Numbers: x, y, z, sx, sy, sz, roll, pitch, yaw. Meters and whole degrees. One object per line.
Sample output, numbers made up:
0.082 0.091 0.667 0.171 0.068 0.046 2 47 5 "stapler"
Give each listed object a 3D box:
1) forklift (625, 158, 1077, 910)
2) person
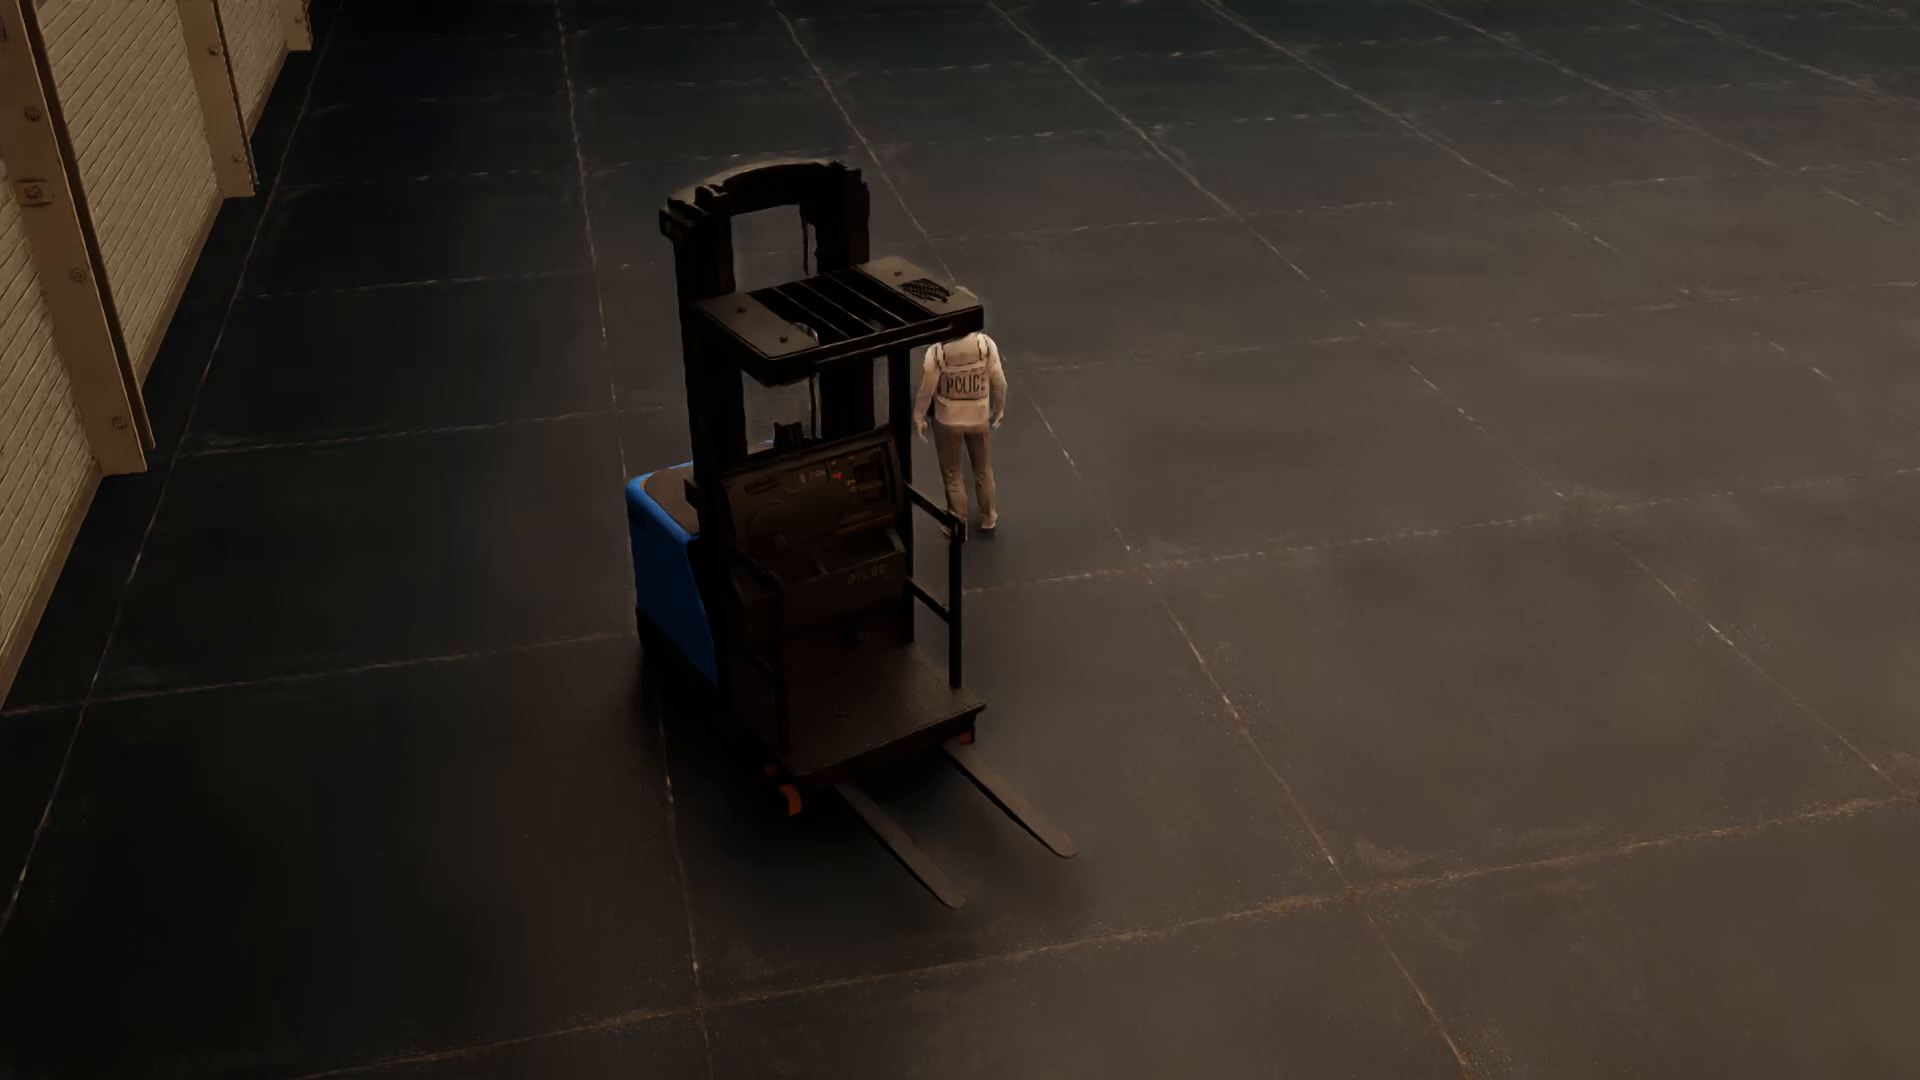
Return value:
-0.580 -0.185 7.894 1.130 2.935 3.031 -18 35 -29 "forklift"
-0.009 -0.774 10.130 0.586 1.695 0.533 -7 31 -12 "person"
